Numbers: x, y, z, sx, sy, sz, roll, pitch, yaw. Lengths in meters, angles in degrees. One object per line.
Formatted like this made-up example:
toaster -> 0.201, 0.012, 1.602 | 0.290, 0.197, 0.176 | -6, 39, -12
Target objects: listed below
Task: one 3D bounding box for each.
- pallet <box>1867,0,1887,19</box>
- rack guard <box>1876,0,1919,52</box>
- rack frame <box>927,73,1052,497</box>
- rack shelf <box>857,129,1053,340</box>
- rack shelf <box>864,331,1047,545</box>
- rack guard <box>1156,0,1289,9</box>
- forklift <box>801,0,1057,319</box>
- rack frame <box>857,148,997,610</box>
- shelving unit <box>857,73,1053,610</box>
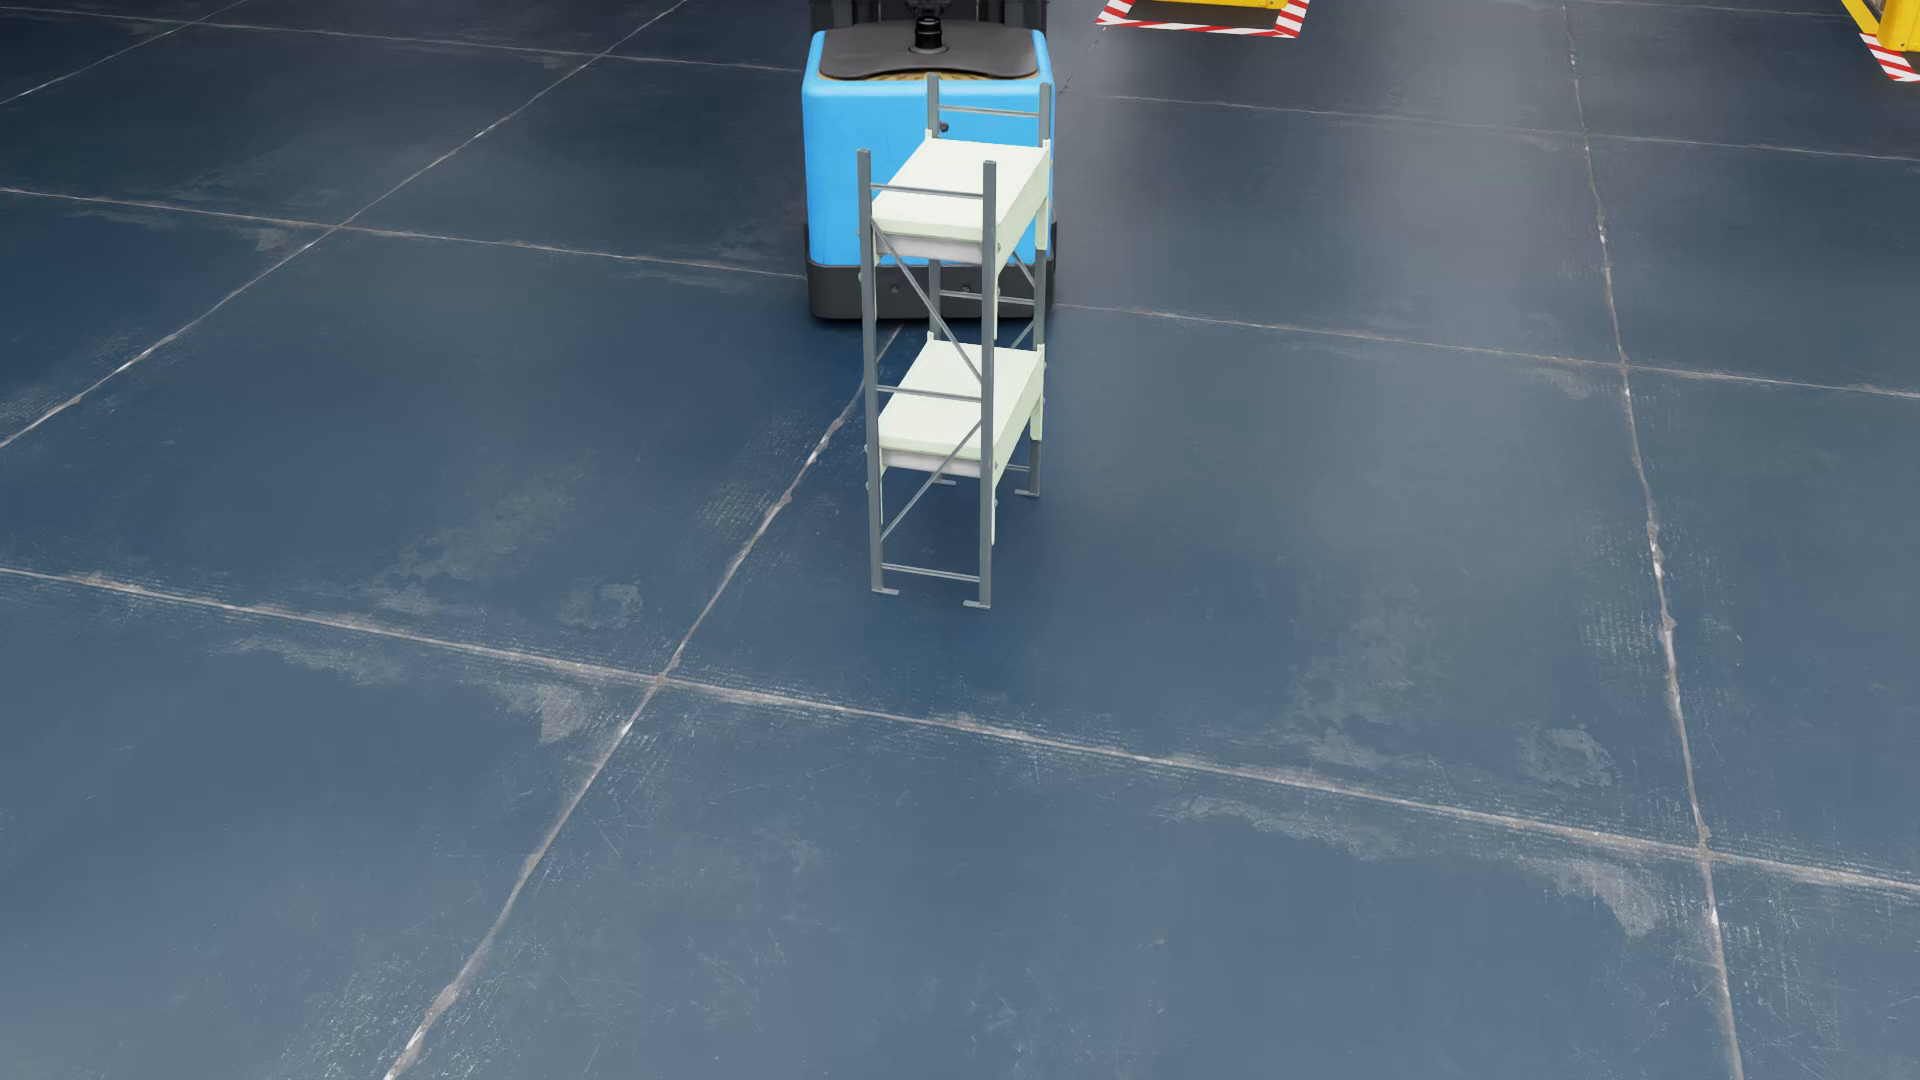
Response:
pallet -> 6.809, -3.675, 11.334 | 1.003, 0.211, 1.213 | 8, 33, 12
rack guard -> 6.569, -3.380, 10.601 | 1.175, 0.500, 0.348 | 8, 33, 12
rack frame -> 0.091, -0.819, 5.641 | 0.400, 1.500, 0.023 | 8, 33, 12
rack shelf -> -0.002, -0.959, 5.133 | 0.431, 0.370, 0.720 | 8, 33, 12
rack shelf -> -0.002, -0.354, 5.517 | 0.431, 0.370, 0.720 | 8, 33, 12
rack guard -> 1.733, -4.061, 11.672 | 1.175, 0.500, 0.348 | 8, 33, 12
forklift -> -0.148, -2.937, 7.638 | 1.130, 2.935, 3.031 | 0, 32, -1
rack frame -> -0.095, -0.440, 5.043 | 0.400, 1.500, 0.023 | 8, 33, 12
shelving unit -> -0.002, -0.629, 5.342 | 0.431, 1.500, 0.755 | 8, 33, 12
